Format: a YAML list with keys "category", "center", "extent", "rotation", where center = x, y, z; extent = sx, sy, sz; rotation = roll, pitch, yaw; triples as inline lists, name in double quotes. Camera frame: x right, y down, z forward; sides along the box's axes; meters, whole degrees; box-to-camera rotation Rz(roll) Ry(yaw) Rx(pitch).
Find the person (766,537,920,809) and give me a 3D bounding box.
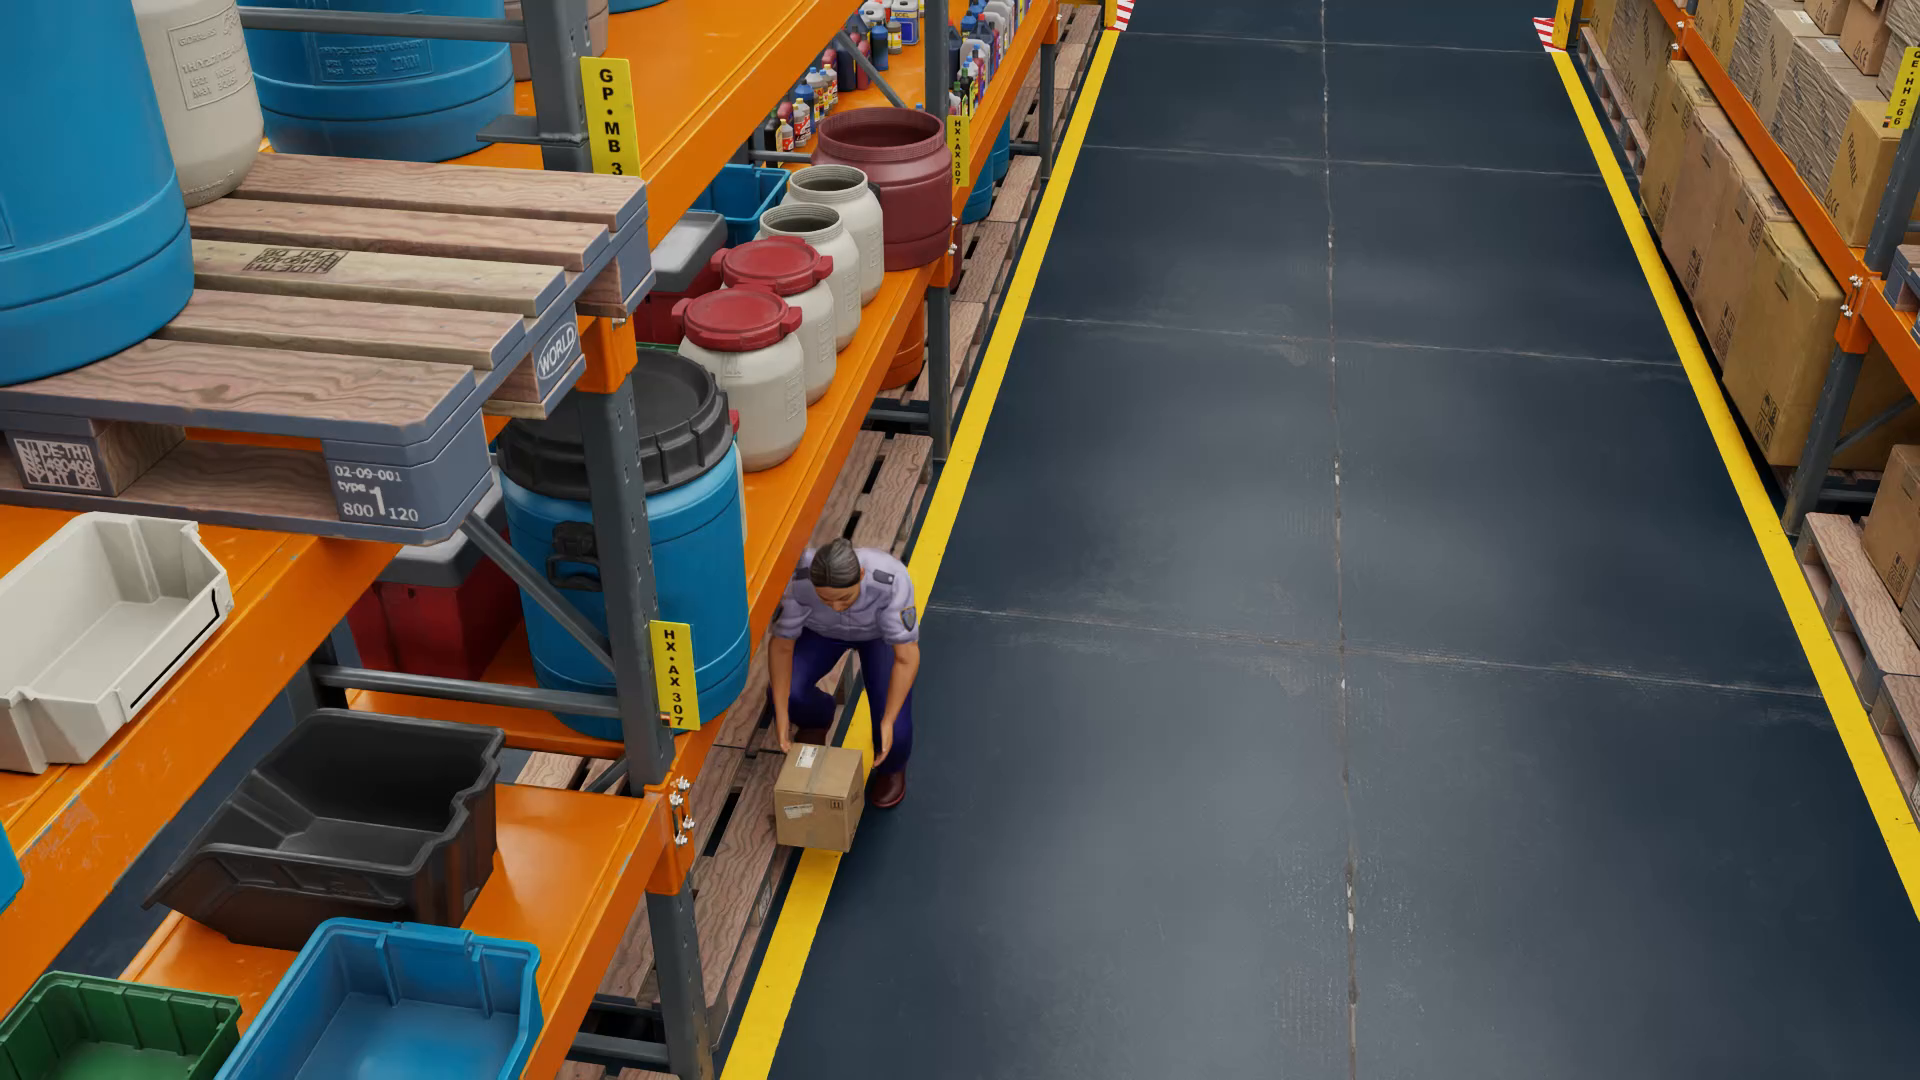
- category: "person"
  center: [-0.378, 0.418, 5.882]
  extent: [0.542, 1.239, 0.738]
  rotation: [6, 33, 9]
